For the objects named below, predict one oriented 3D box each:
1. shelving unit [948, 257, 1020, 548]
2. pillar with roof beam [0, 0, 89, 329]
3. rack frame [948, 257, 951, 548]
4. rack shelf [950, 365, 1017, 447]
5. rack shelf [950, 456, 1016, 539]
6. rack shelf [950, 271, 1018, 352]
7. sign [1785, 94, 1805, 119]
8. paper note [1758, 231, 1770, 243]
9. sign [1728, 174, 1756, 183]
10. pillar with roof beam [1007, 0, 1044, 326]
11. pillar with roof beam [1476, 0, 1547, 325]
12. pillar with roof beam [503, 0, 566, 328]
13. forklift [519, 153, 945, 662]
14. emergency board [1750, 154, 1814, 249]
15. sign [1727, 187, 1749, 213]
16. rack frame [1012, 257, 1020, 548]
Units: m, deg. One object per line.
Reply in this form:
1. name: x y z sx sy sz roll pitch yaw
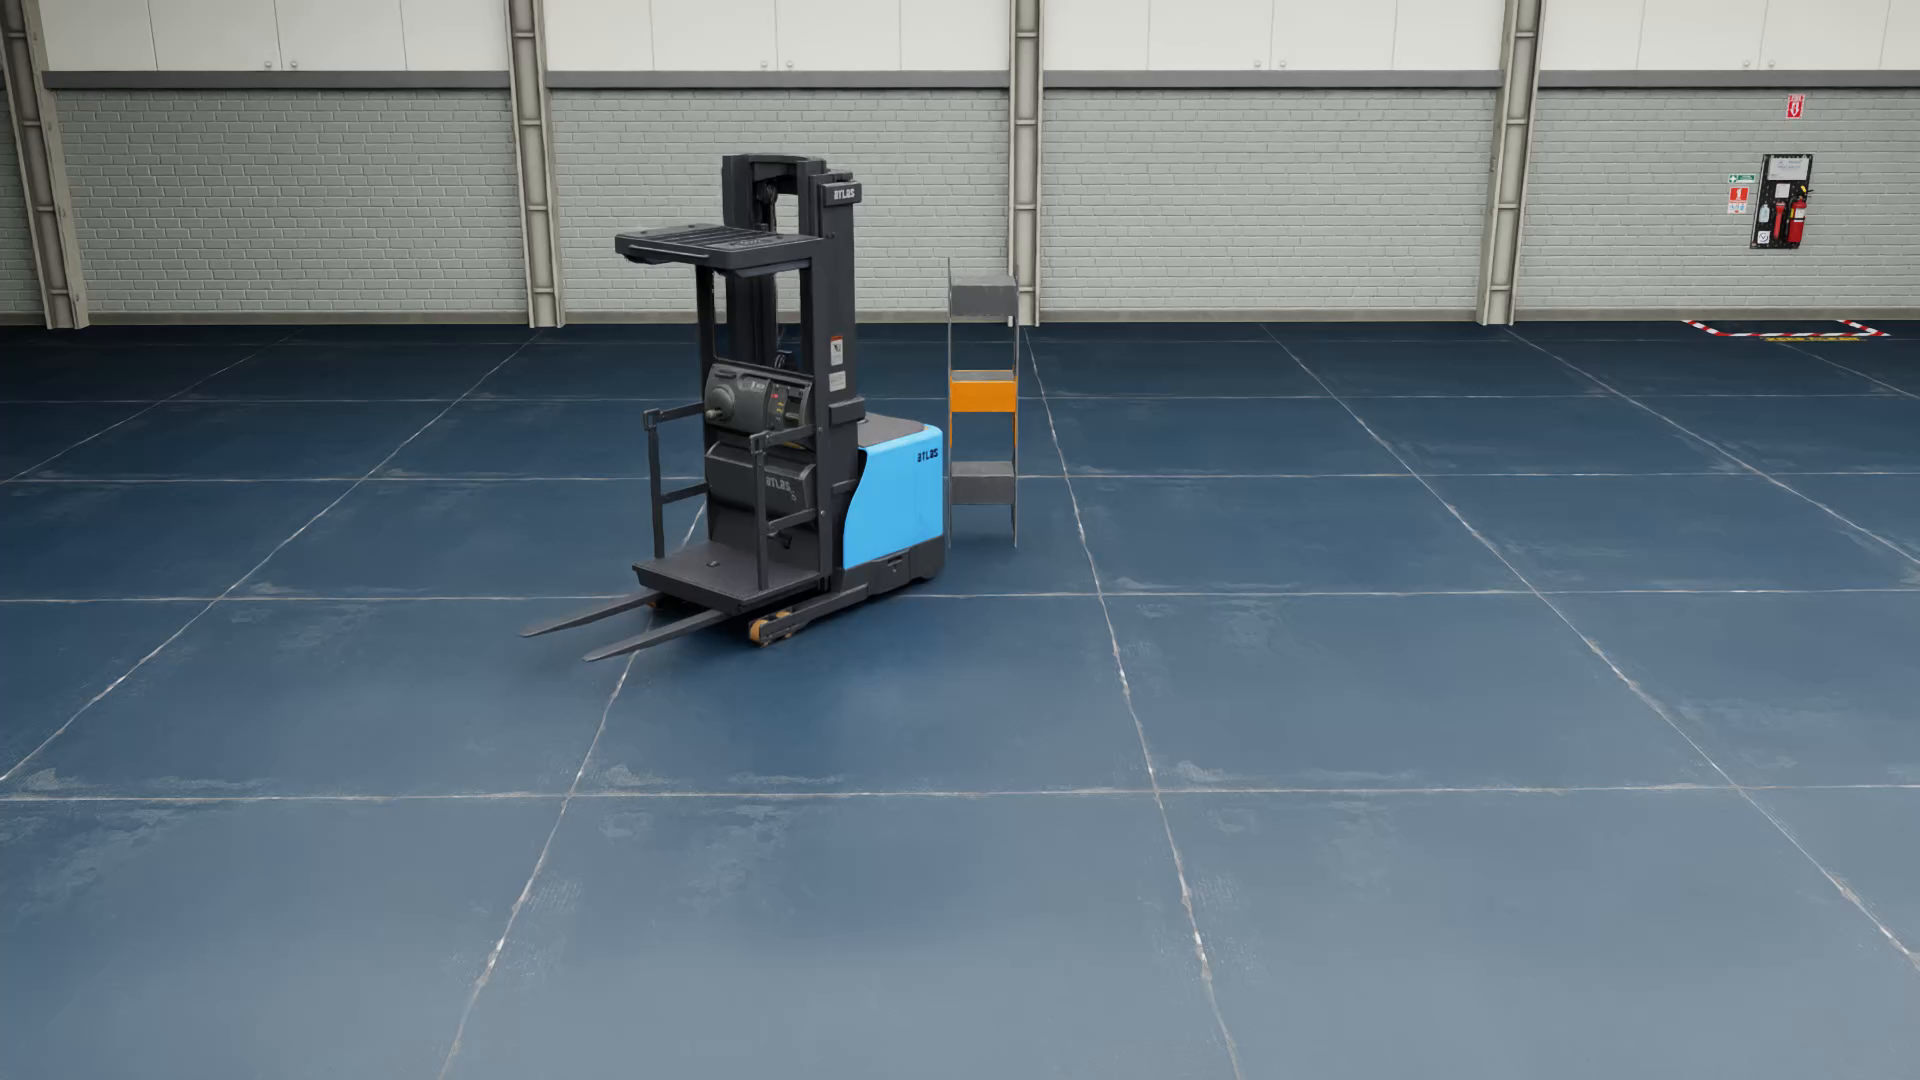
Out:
1. shelving unit: 0.166 -1.001 12.229 0.503 2.100 0.431 0 18 -1
2. pillar with roof beam: -11.131 -5.649 15.424 0.400 9.000 9.100 0 18 -1
3. rack frame: -0.078 -0.999 12.226 0.015 2.100 0.400 0 18 -1
4. rack shelf: 0.166 -0.988 12.233 0.480 0.518 0.431 0 18 -1
5. rack shelf: 0.166 -0.321 12.447 0.480 0.518 0.431 0 18 -1
6. rack shelf: 0.166 -1.654 12.020 0.480 0.518 0.431 0 18 -1
7. sign: 10.317 -5.356 20.540 0.199 0.298 0.001 0 18 -1
8. paper note: 10.149 -3.823 20.997 0.142 0.148 0.016 0 18 -1
9. sign: 9.777 -4.518 20.794 0.331 0.109 0.001 0 18 -1
10. pillar with roof beam: 0.868 -5.706 15.604 0.400 9.000 9.100 0 18 -1
11. pillar with roof beam: 6.867 -5.735 15.695 0.400 9.000 9.100 0 18 -1
12. pillar with roof beam: -5.131 -5.678 15.514 0.400 9.000 9.100 0 18 -1
13. forklift: -1.439 -0.902 10.560 1.130 2.935 3.031 14 23 38
14. emergency board: 10.327 -4.222 20.799 0.643 1.169 0.194 0 18 -1
15. sign: 9.772 -4.268 20.883 0.234 0.329 0.001 0 18 -1
16. rack frame: 0.409 -1.002 12.233 0.015 2.100 0.400 0 18 -1
